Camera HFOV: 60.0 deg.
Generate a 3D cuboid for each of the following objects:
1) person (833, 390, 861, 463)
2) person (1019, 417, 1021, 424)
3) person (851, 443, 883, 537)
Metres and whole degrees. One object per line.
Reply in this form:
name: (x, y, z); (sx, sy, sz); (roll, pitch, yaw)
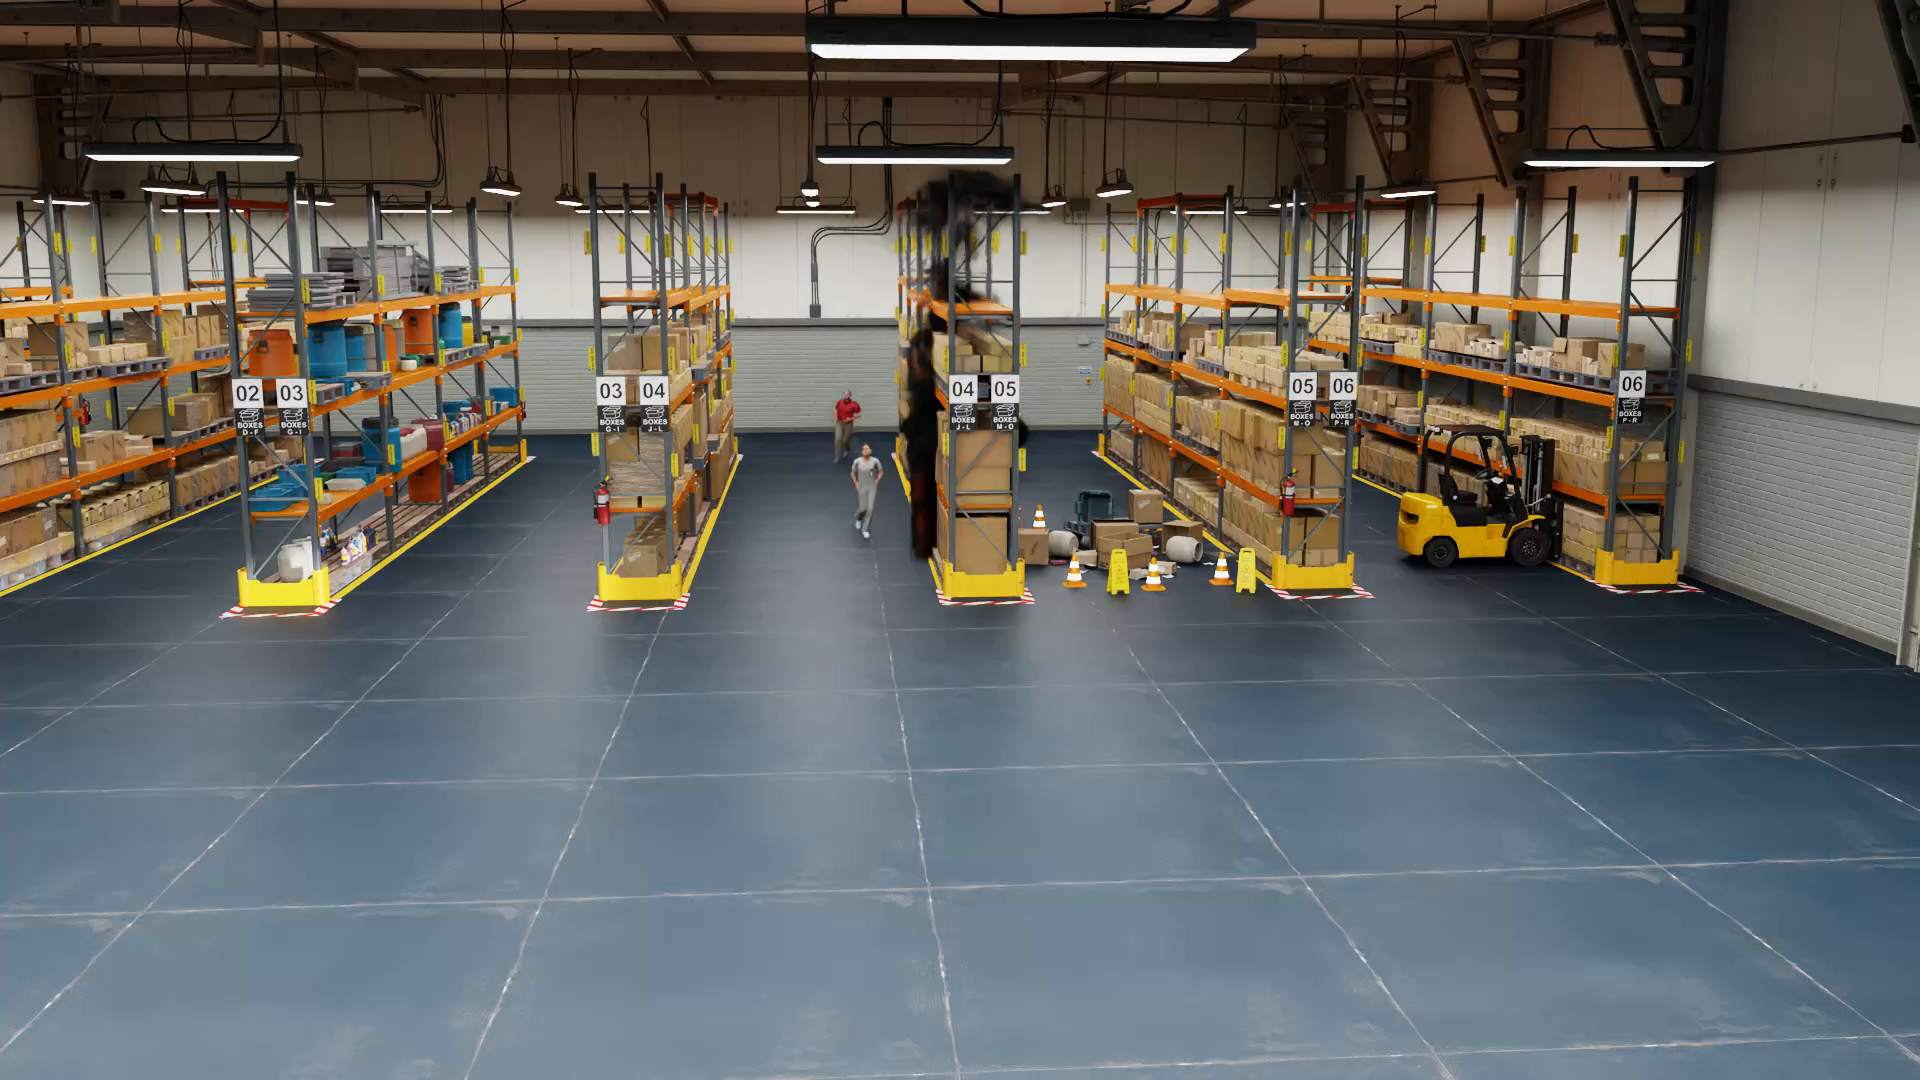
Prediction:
person: (-2.668, -2.687, 39.198); (0.708, 1.691, 0.765); (3, 11, 18)
person: (1.066, -2.458, 37.865); (0.623, 1.656, 0.514); (-3, 10, -14)
person: (-1.616, -0.881, 29.045); (0.560, 1.639, 0.604); (-1, 10, -7)
